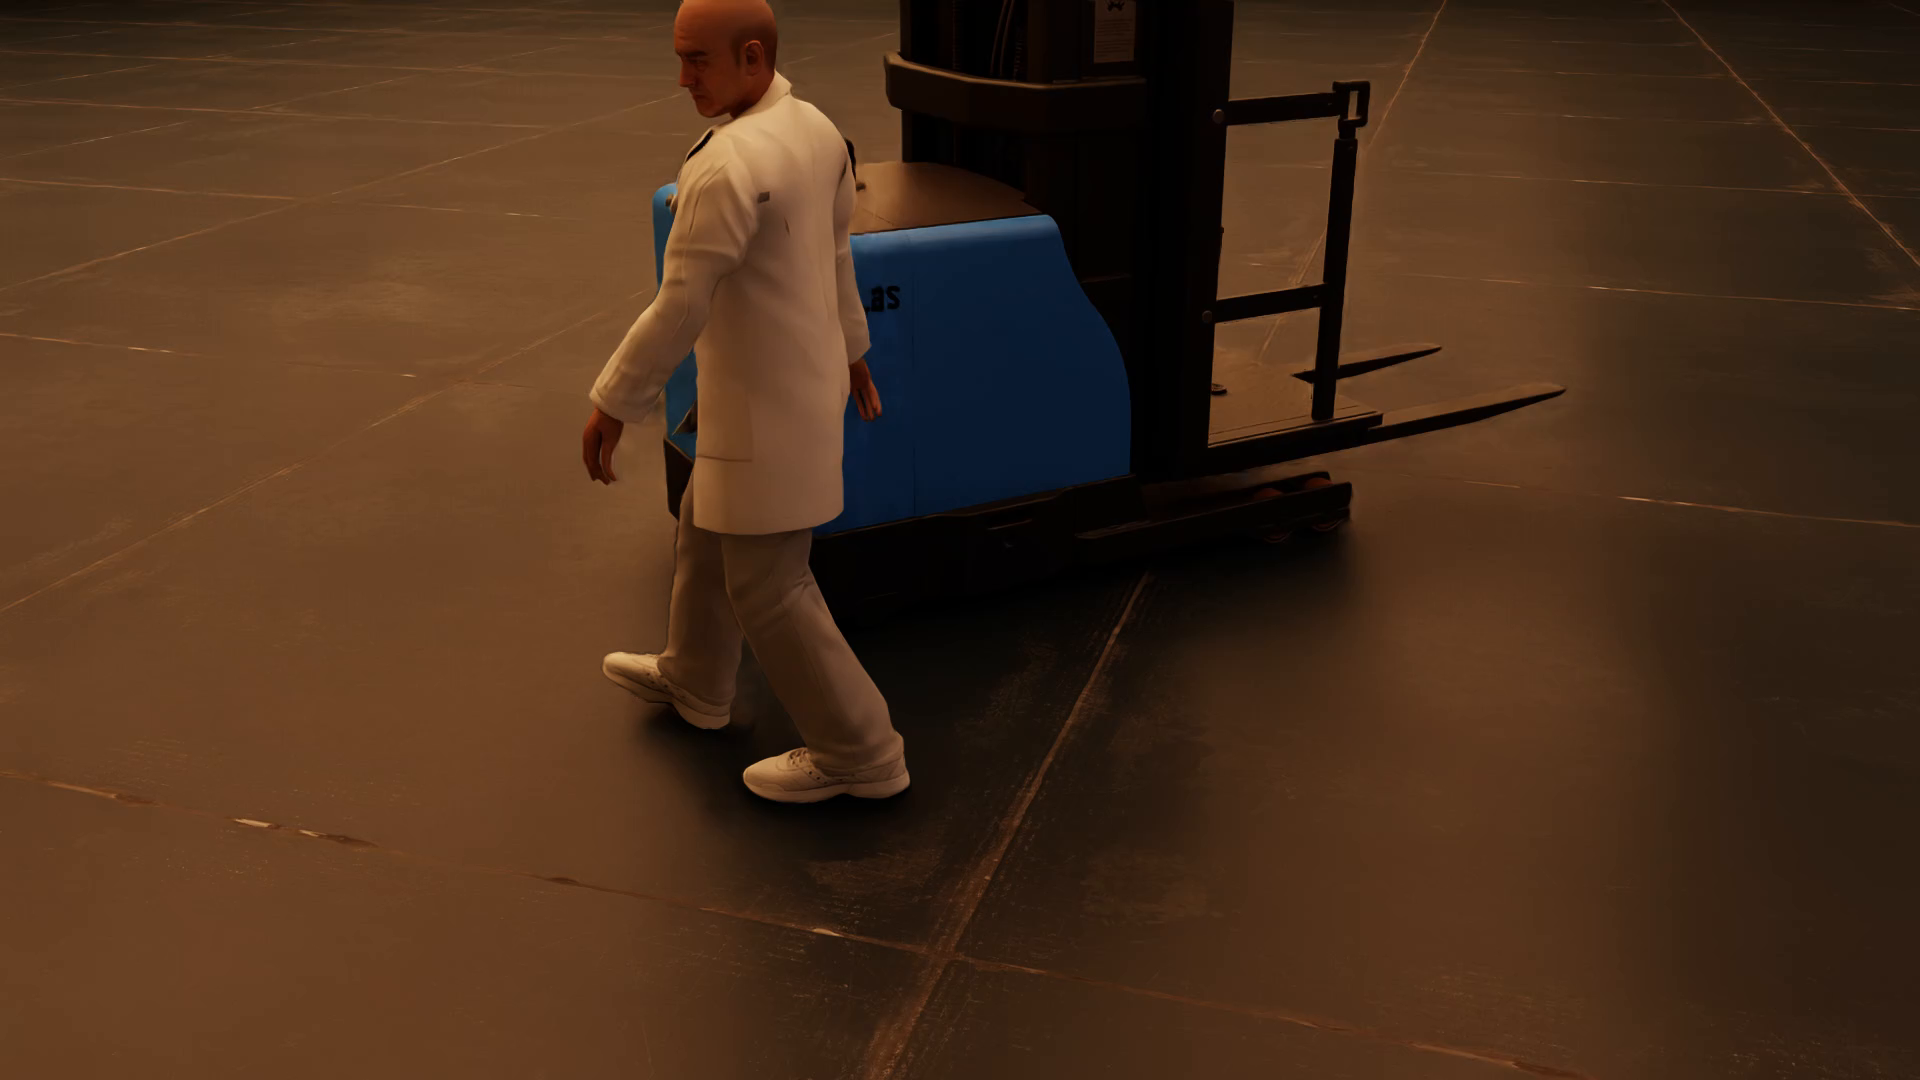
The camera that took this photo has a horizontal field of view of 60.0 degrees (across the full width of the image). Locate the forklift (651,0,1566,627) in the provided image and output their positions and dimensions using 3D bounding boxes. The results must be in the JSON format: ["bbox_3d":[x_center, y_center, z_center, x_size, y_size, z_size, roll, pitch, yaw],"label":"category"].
[{"bbox_3d":[0.635,-1.509,4.934,3.031,2.935,1.130,-12,25,-26],"label":"forklift"}]

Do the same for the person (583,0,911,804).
[{"bbox_3d":[-0.498,-0.320,3.647,0.843,1.740,0.763,4,23,9],"label":"person"}]
